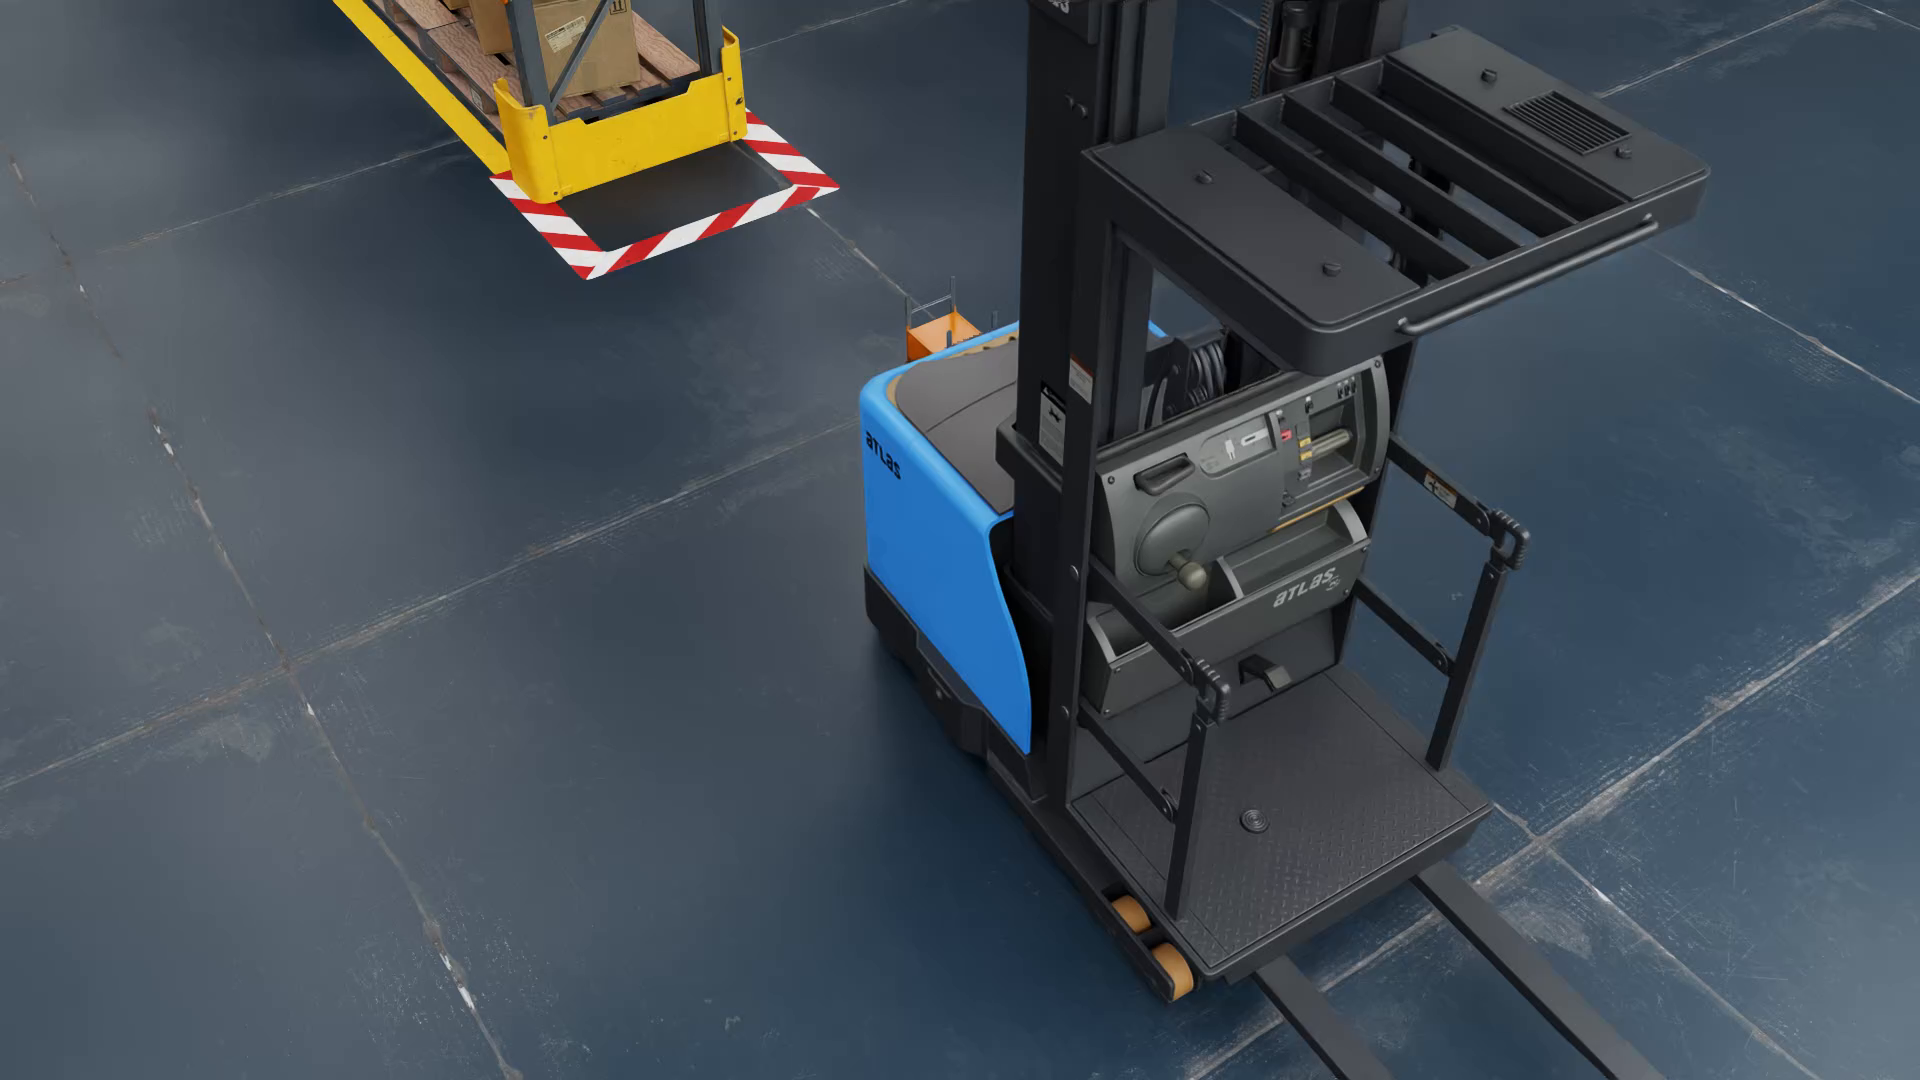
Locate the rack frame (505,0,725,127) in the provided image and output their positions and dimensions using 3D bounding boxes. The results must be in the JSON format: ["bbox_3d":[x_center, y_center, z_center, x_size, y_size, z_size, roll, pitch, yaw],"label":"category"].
[{"bbox_3d":[-1.582,-2.955,7.173,1.000,3.000,0.127,-26,49,-24],"label":"rack frame"}]

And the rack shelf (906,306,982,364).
[{"bbox_3d":[-0.031,-0.608,5.731,0.215,0.259,0.240,-26,49,-24],"label":"rack shelf"}]

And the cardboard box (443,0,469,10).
[{"bbox_3d":[-2.638,-3.250,8.988,0.500,0.500,0.500,-21,48,-21],"label":"cardboard box"}]

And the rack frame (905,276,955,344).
[{"bbox_3d":[-0.100,-0.479,5.992,0.200,1.050,0.008,-26,49,-24],"label":"rack frame"}]

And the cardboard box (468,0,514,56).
[{"bbox_3d":[-2.295,-2.888,8.609,0.500,0.500,0.500,-14,45,-14],"label":"cardboard box"}]

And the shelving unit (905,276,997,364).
[{"bbox_3d":[-0.031,-0.410,5.919,0.215,1.050,0.252,-26,49,-24],"label":"shelving unit"}]

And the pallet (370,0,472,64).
[{"bbox_3d":[-2.755,-3.154,9.401,1.003,0.211,1.213,-26,49,-24],"label":"pallet"}]

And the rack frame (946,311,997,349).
[{"bbox_3d":[0.039,-0.341,5.847,0.200,1.050,0.008,-26,49,-24],"label":"rack frame"}]

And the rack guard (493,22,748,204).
[{"bbox_3d":[-1.625,-2.094,8.081,1.175,0.500,0.348,-26,49,-24],"label":"rack guard"}]

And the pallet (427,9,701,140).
[{"bbox_3d":[-2.061,-2.464,8.678,1.003,0.211,1.213,-26,49,-24],"label":"pallet"}]

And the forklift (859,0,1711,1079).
[{"bbox_3d":[0.876,-0.097,4.229,1.130,2.935,3.031,-23,48,-23],"label":"forklift"}]

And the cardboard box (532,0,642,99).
[{"bbox_3d":[-1.925,-2.563,8.269,0.500,0.500,0.500,-17,46,-17],"label":"cardboard box"}]

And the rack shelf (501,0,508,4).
[{"bbox_3d":[-2.726,-3.828,8.608,1.077,0.370,4.000,-26,49,-24],"label":"rack shelf"}]
